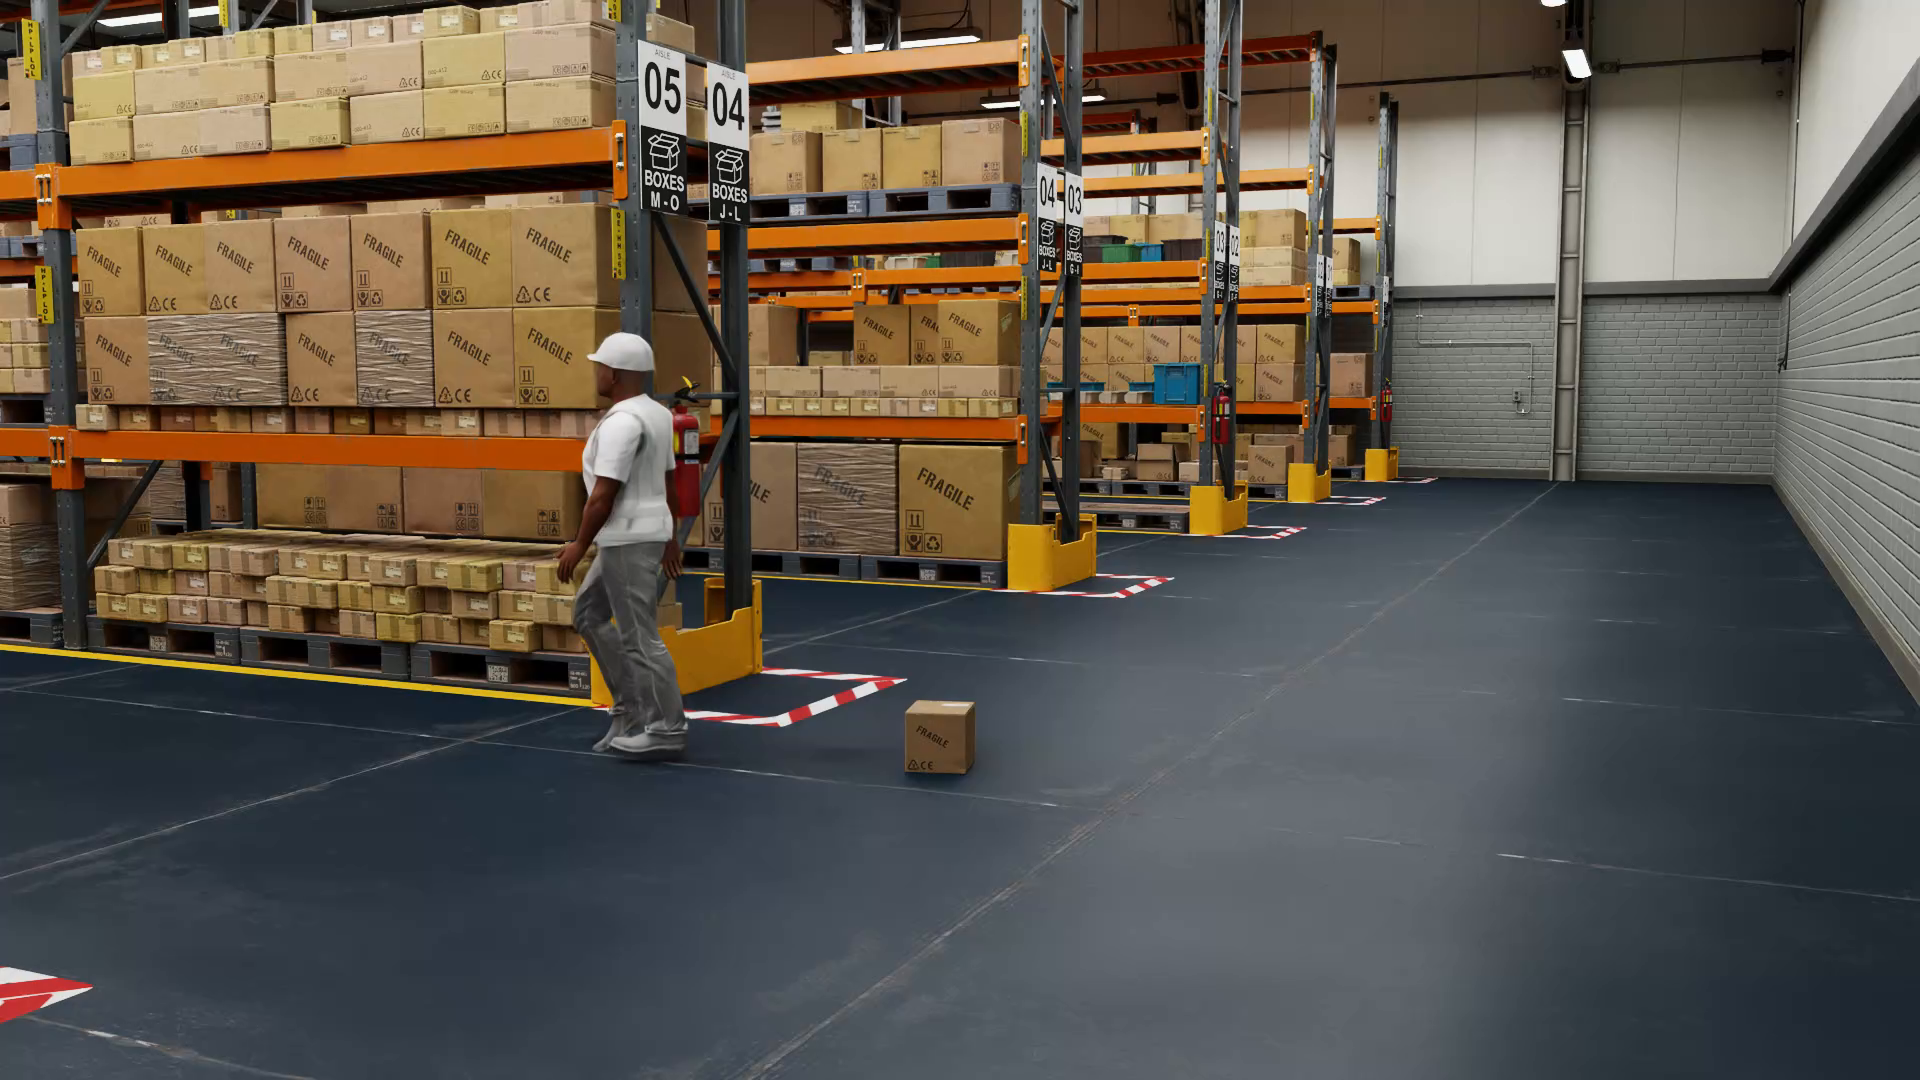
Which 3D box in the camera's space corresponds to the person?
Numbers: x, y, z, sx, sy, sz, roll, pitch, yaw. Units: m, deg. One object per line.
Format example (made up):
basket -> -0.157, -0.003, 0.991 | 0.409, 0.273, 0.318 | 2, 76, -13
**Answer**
person -> -1.403, 0.041, 6.986 | 0.524, 1.814, 0.574 | 0, 6, 1
